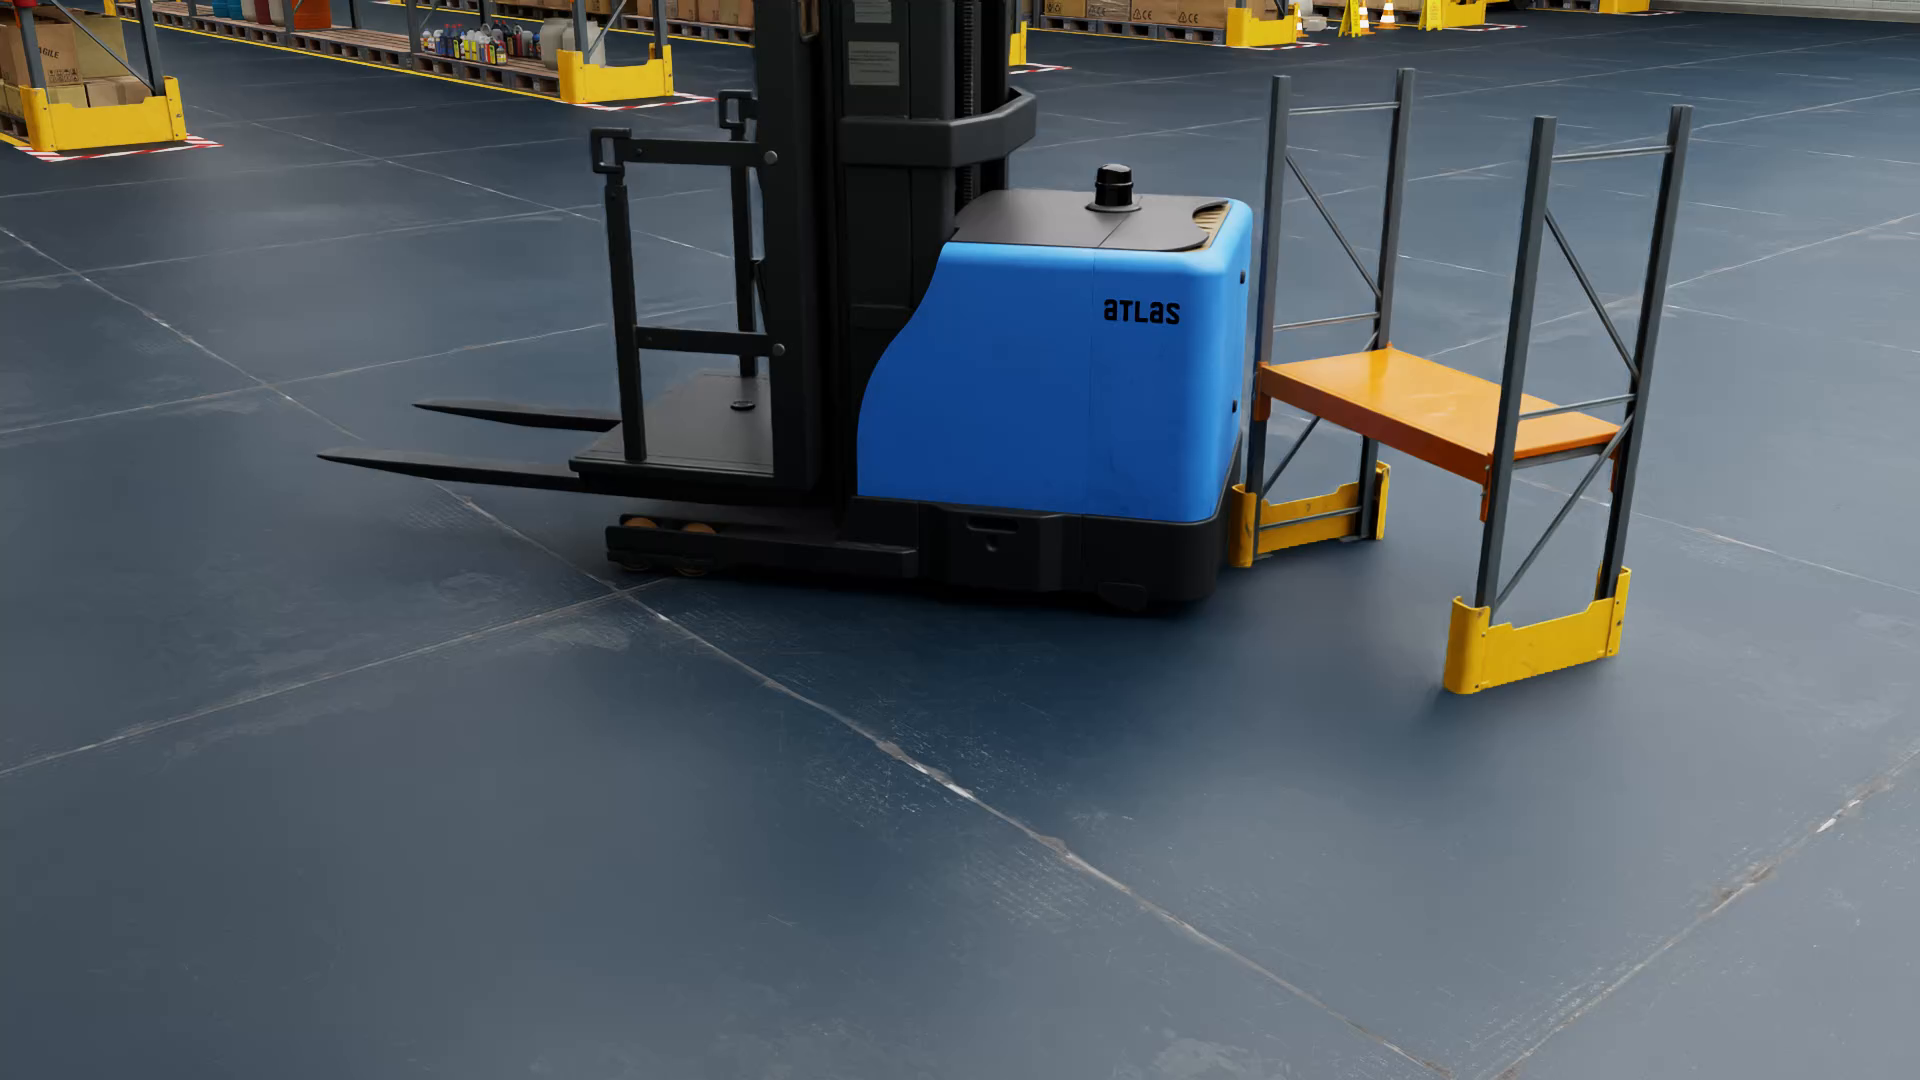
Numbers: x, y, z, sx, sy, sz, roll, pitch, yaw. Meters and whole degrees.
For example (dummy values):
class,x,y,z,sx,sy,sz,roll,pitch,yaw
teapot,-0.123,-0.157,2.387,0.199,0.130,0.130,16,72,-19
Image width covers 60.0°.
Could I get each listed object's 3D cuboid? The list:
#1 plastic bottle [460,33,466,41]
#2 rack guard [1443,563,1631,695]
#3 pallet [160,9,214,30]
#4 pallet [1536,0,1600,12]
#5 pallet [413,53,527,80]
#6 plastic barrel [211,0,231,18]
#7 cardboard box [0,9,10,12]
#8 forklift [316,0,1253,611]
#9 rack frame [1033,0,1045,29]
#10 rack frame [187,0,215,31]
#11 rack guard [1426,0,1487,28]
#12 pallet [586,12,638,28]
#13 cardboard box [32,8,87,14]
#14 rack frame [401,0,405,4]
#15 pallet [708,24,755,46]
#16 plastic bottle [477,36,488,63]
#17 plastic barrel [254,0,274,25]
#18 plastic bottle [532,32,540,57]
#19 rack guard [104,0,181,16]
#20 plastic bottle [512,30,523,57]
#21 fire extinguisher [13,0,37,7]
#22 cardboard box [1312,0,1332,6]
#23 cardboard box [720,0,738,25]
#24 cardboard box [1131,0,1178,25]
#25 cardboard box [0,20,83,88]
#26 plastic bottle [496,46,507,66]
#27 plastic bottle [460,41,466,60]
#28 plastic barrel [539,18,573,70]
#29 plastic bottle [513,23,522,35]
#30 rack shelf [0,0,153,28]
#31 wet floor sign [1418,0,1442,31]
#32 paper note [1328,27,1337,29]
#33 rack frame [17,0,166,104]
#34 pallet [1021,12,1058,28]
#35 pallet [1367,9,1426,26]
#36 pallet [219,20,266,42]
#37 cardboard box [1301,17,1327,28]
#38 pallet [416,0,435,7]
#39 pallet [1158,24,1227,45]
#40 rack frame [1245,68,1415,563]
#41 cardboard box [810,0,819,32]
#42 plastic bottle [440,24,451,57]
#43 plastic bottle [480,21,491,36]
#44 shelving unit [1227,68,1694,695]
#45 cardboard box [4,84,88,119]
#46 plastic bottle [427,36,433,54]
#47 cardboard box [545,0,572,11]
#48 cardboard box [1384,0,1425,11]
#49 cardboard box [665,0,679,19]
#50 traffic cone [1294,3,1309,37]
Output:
class,x,y,z,sx,sy,sz,roll,pitch,yaw
plastic bottle,-5.576,-5.562,18.708,0.097,0.271,0.097,0,21,0
rack guard,1.577,0.238,4.534,0.587,0.250,0.087,-10,24,-25
pallet,-11.768,-8.139,25.974,1.003,0.211,1.213,-17,27,-37
pallet,11.061,-9.551,29.581,1.003,0.211,1.213,-17,27,-37
pallet,-5.630,-5.539,19.336,1.003,0.211,1.213,-17,27,-37
plastic barrel,-10.916,-8.307,24.882,0.600,0.901,0.708,-17,27,-37
cardboard box,-9.073,-4.640,15.384,0.500,0.500,0.500,-17,27,-37
forklift,-0.623,-1.429,5.113,3.031,2.935,1.130,5,22,13
rack frame,1.539,-9.365,25.281,1.000,3.000,0.127,-17,27,-37
rack frame,-11.258,-9.243,24.970,1.000,3.000,0.127,-17,27,-37
rack guard,7.785,-8.323,26.048,1.175,0.500,0.348,-17,27,-37
pallet,-5.353,-8.254,26.269,1.003,0.211,1.213,-17,27,-37
cardboard box,-8.339,-4.630,15.359,0.500,0.500,0.500,-17,27,-37
rack frame,-10.117,-11.527,30.802,1.000,3.000,0.127,-17,27,-37
pallet,-2.794,-7.128,23.394,1.003,0.211,1.213,-17,27,-37
plastic bottle,-5.191,-5.382,18.243,0.152,0.276,0.135,-18,28,-39
plastic barrel,-9.717,-7.654,23.643,0.600,0.588,0.708,-17,27,-37
plastic bottle,-4.794,-5.616,18.846,0.097,0.271,0.097,0,21,0
rack guard,-13.895,-9.188,28.256,1.175,0.500,0.348,-17,27,-37
plastic bottle,-5.039,-5.650,18.917,0.061,0.283,0.133,-17,27,-37
fire extinguisher,-7.455,-4.570,13.146,0.296,0.674,0.183,-17,27,-37
cardboard box,6.109,-8.968,27.463,0.500,0.250,0.500,-18,28,-38
cardboard box,-2.966,-7.564,23.507,0.700,0.500,0.500,-18,27,-38
cardboard box,3.082,-7.880,23.827,0.875,0.875,0.875,-18,28,-38
cardboard box,-7.756,-4.091,13.983,0.500,0.500,0.500,-17,27,-37
plastic bottle,-4.956,-5.233,17.964,0.097,0.201,0.097,0,21,0
plastic bottle,-5.534,-5.477,18.588,0.097,0.201,0.097,0,21,0
plastic barrel,-4.240,-5.267,17.654,0.421,0.512,0.421,0,21,0
plastic bottle,-5.062,-5.753,19.087,0.144,0.351,0.185,-18,27,-38
rack shelf,-8.486,-4.967,15.039,1.077,0.370,4.000,-17,27,-37
wet floor sign,7.148,-8.062,25.184,0.267,0.644,0.232,-8,23,-19
paper note,5.709,-7.871,25.537,0.142,0.019,0.148,12,24,27
rack frame,-7.180,-4.750,13.497,1.000,3.000,0.127,-17,27,-37
pallet,0.979,-8.262,26.288,1.003,0.211,1.213,-17,27,-37
pallet,7.281,-8.421,26.696,1.003,0.211,1.213,-17,27,-37
pallet,-9.986,-7.384,24.048,1.003,0.211,1.213,-17,27,-37
cardboard box,5.449,-8.019,25.755,0.380,0.149,0.250,-4,22,-10
pallet,-9.536,-10.027,30.794,1.003,0.211,1.213,-17,27,-37
pallet,3.569,-7.163,23.484,1.003,0.211,1.213,-17,27,-37
rack frame,1.126,-0.669,5.135,0.500,1.500,0.032,-10,24,-25
cardboard box,-1.674,-6.967,22.011,0.500,0.500,0.500,-9,23,-21
plastic bottle,-5.824,-5.682,18.908,0.144,0.351,0.185,-17,27,-36
plastic bottle,-5.507,-5.861,19.363,0.144,0.351,0.185,-17,27,-37
shelving unit,1.352,-0.506,4.720,0.587,1.500,1.083,-10,24,-25
cardboard box,-7.754,-3.743,14.121,0.500,0.250,0.500,-17,27,-37
plastic bottle,-6.094,-5.714,19.194,0.097,0.201,0.097,0,21,0
cardboard box,-5.906,-8.967,26.603,1.225,0.875,0.875,-17,27,-37
cardboard box,7.087,-8.547,26.387,0.500,0.250,0.500,-18,27,-38
cardboard box,-4.071,-8.027,24.690,0.500,0.500,0.700,20,29,41
traffic cone,4.879,-7.563,24.159,0.336,0.463,0.334,-17,27,-37
